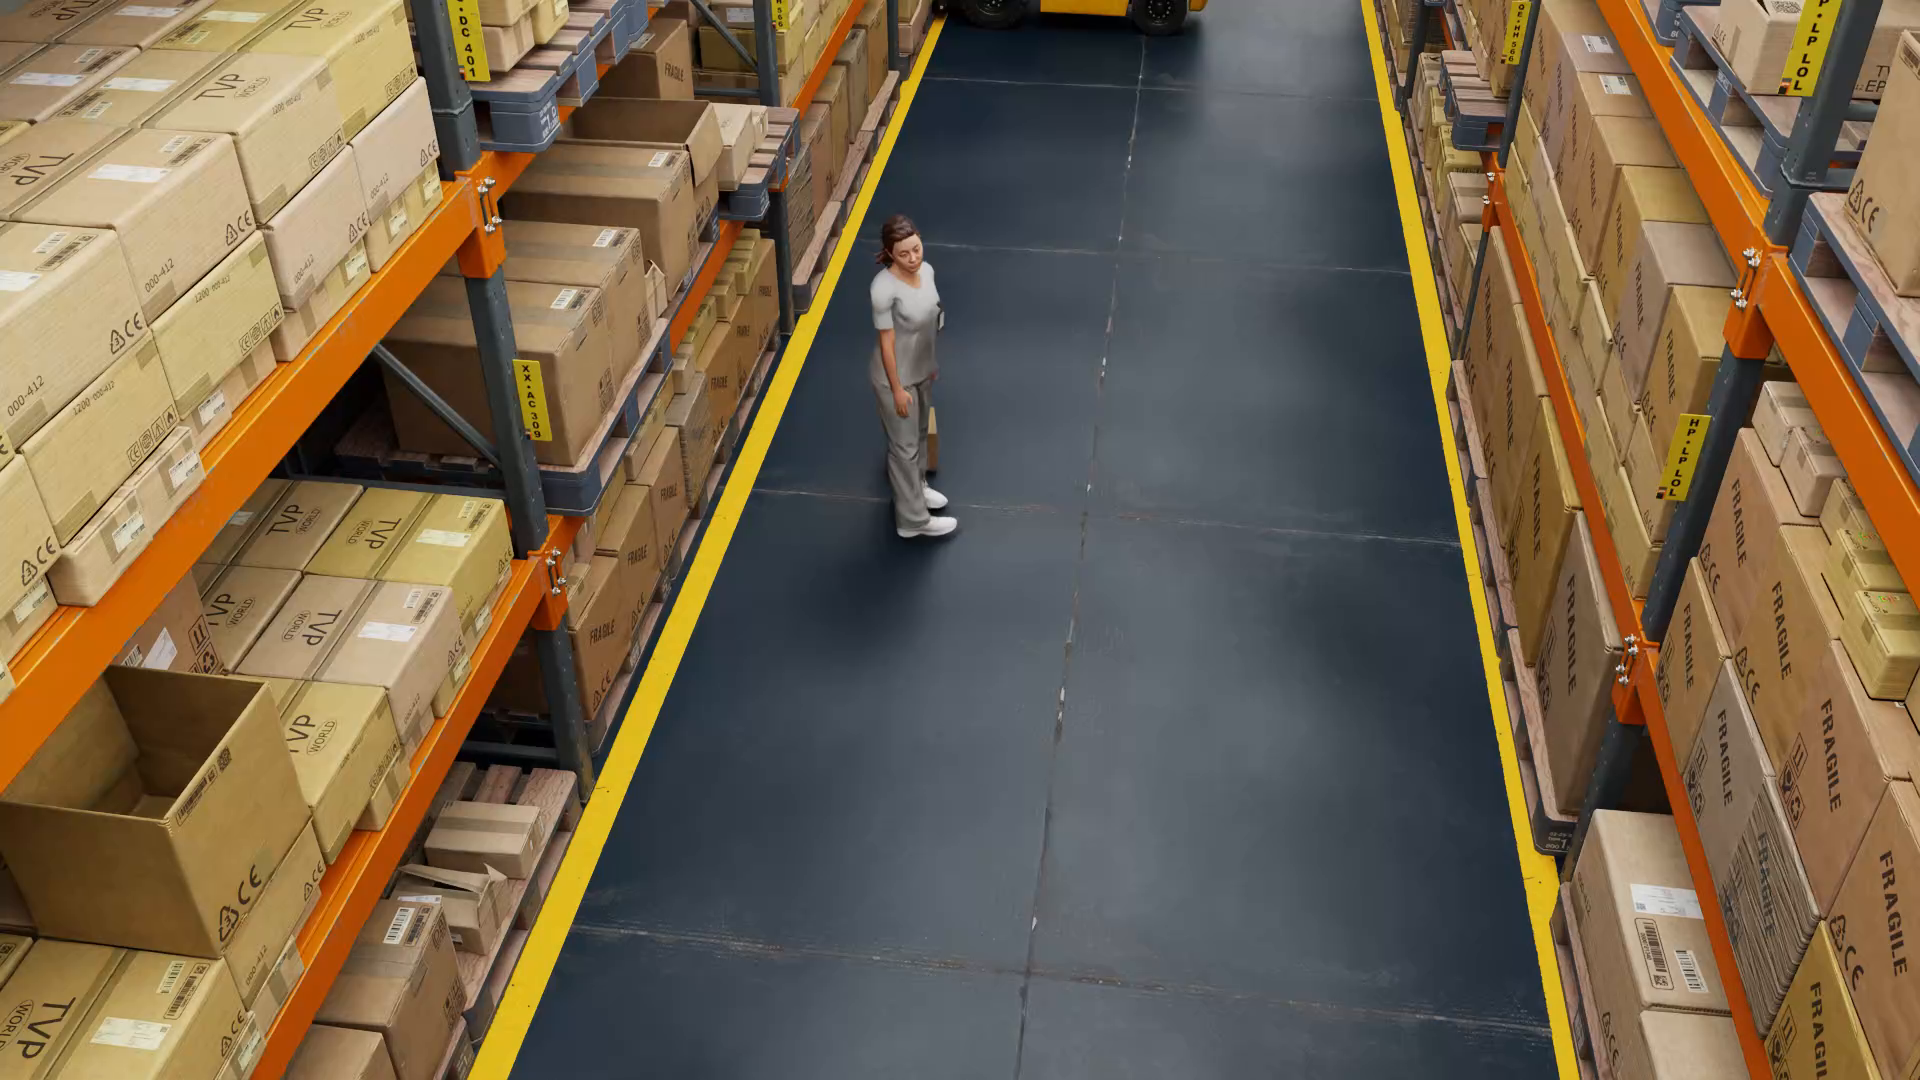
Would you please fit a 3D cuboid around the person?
[{"bbox_3d":[-0.210,-0.785,8.075,0.485,1.672,0.484,26,43,31],"label":"person"}]
